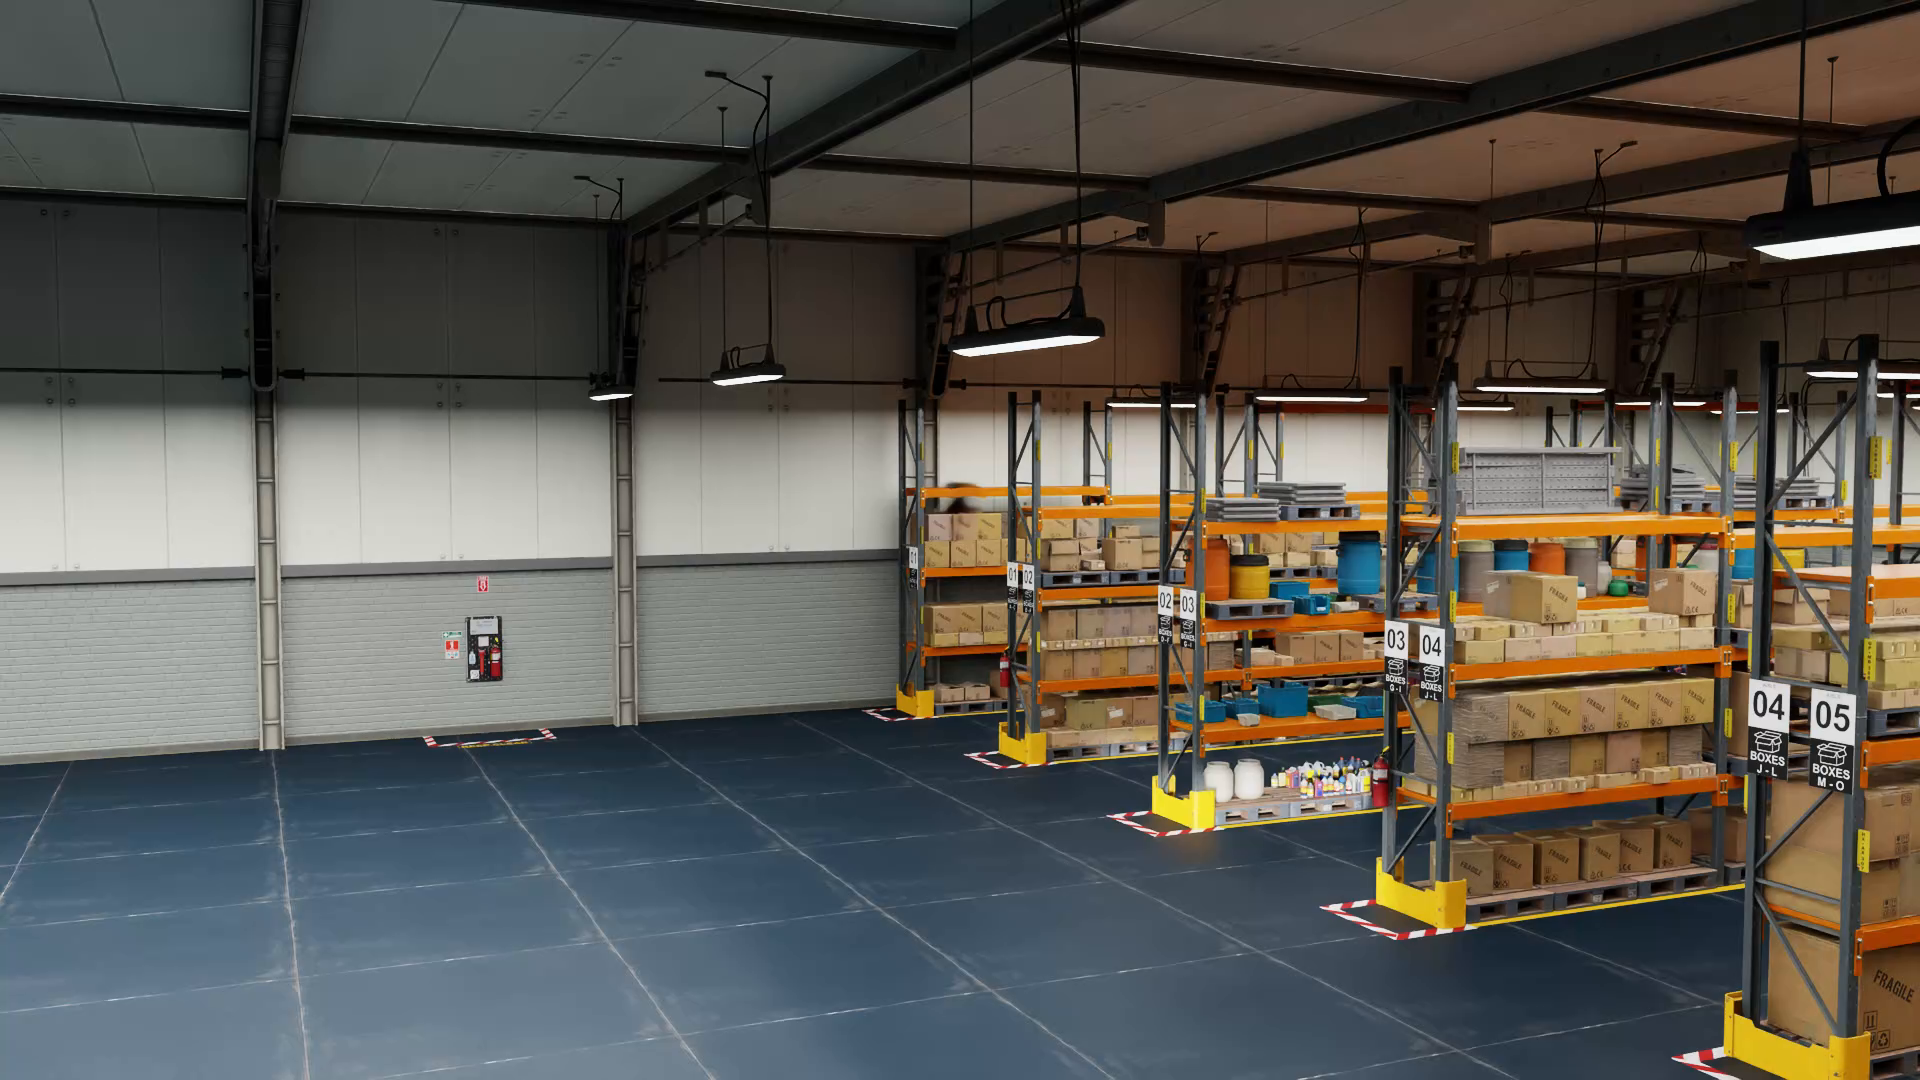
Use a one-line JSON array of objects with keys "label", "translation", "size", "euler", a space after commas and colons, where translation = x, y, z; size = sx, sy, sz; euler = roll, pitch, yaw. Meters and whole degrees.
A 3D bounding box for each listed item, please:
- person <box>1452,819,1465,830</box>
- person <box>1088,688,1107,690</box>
[{"label": "person", "translation": [6.470, 3.032, 22.022], "size": [0.484, 1.694, 0.466], "euler": [-1, 3, -15]}, {"label": "person", "translation": [2.530, 2.498, 30.267], "size": [0.861, 1.759, 0.530], "euler": [0, 3, -7]}]
